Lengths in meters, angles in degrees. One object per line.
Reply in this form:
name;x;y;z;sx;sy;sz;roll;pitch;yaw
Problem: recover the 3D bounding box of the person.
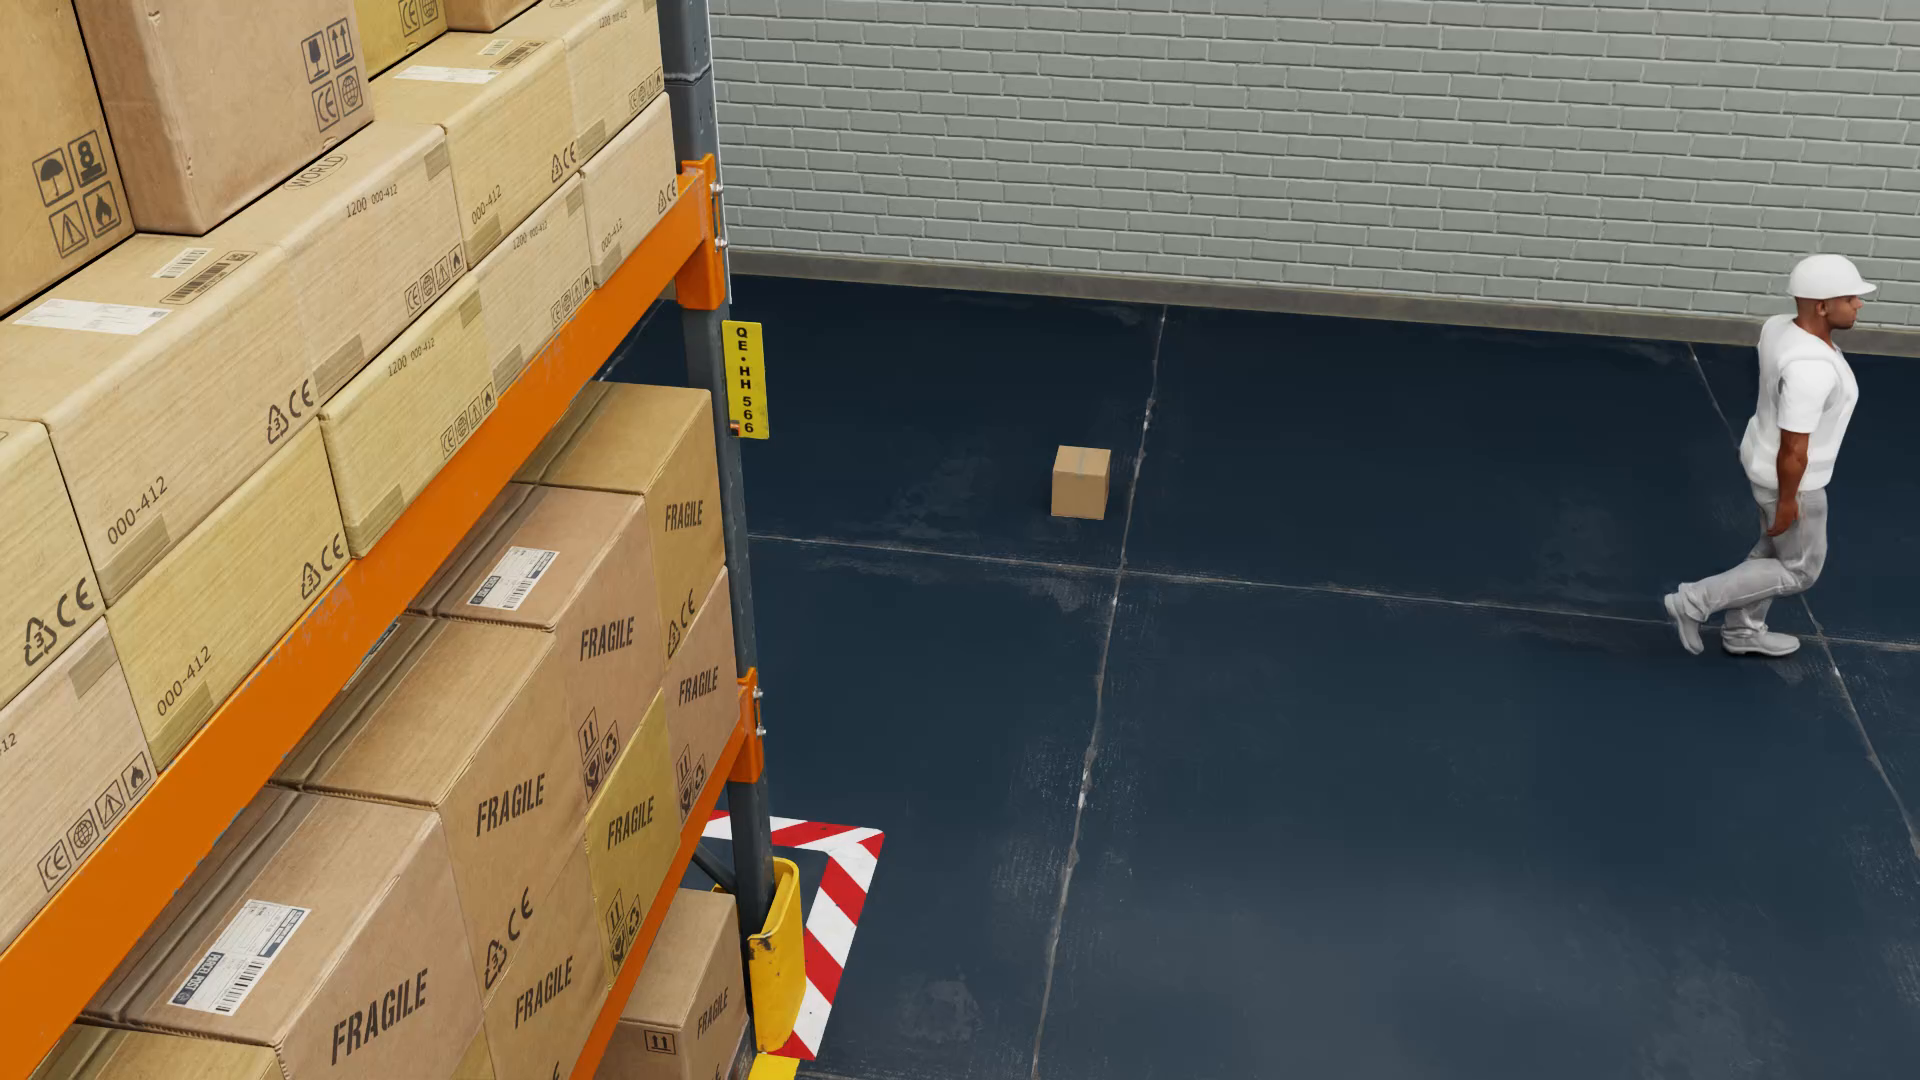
person;3.206;-0.281;6.526;0.606;1.754;0.569;8;33;12
